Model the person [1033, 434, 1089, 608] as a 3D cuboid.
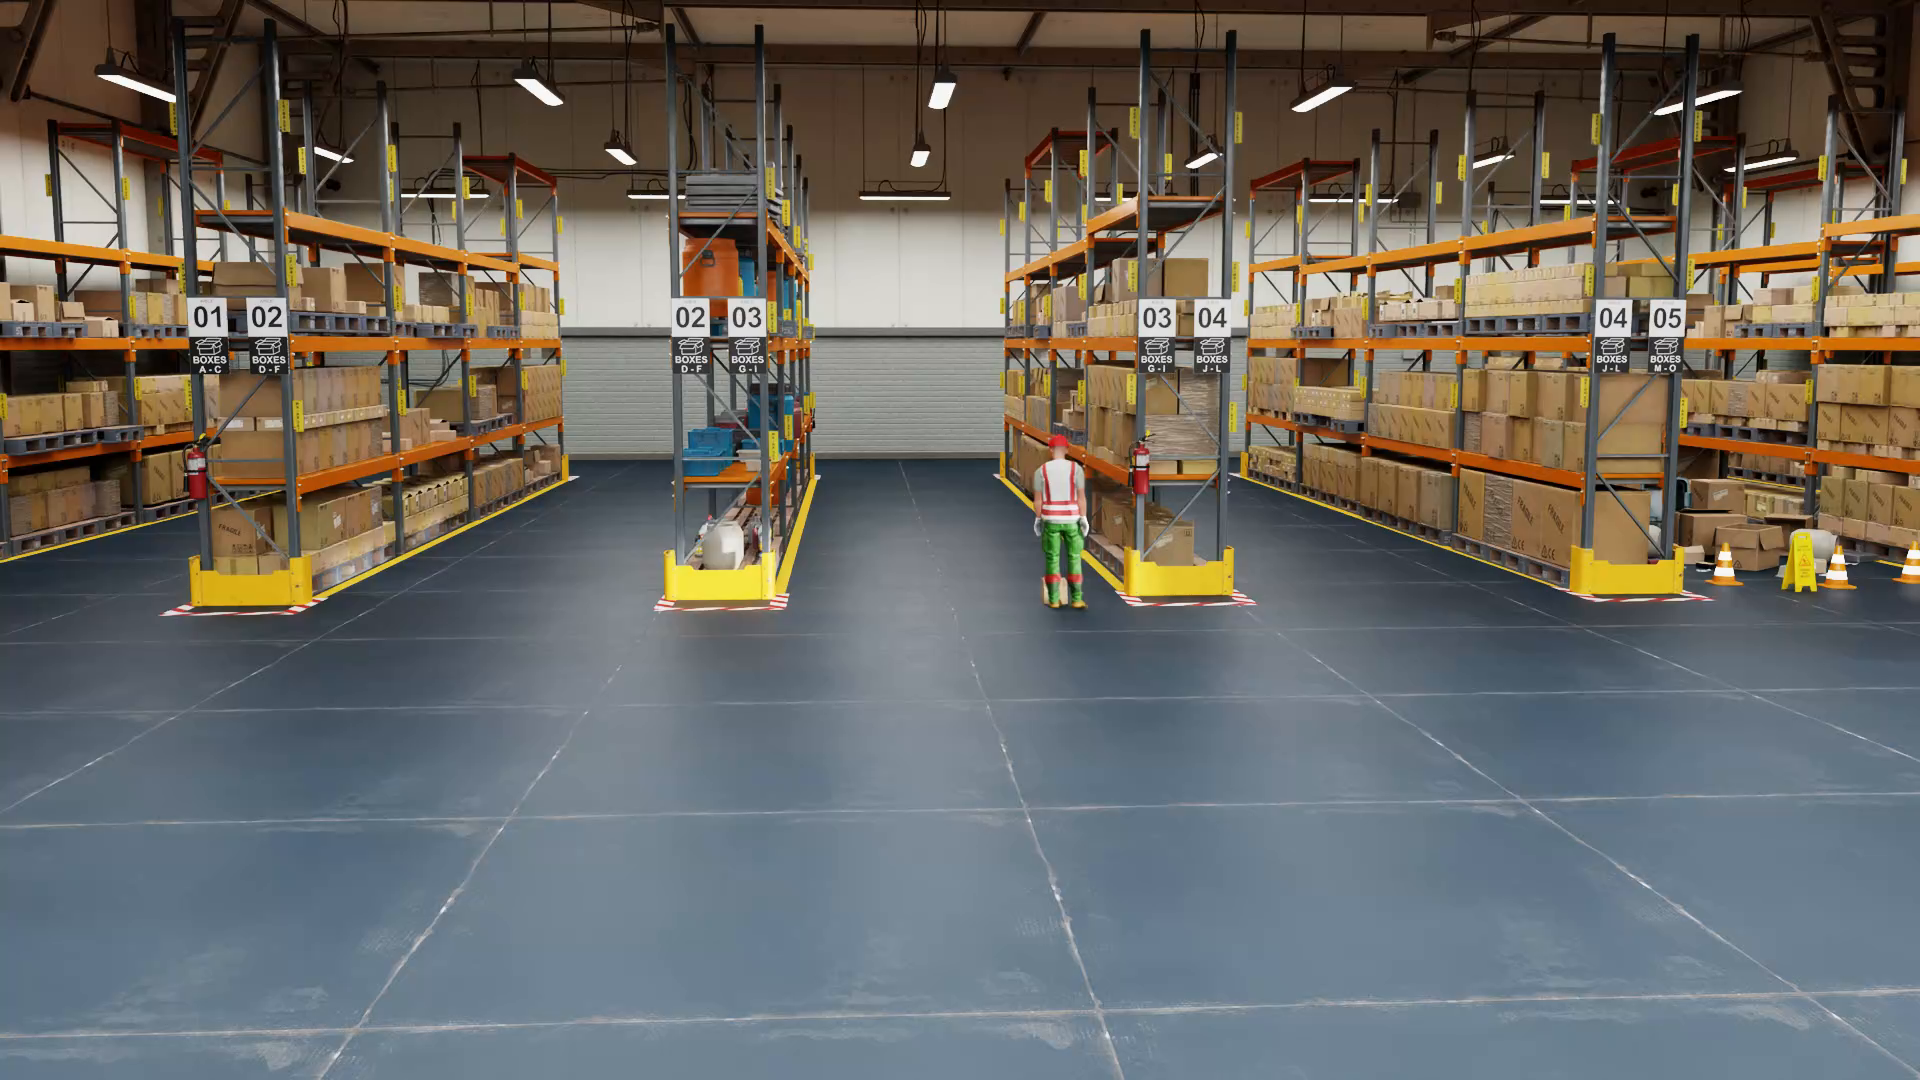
[{"bbox_3d":[1.039,-0.191,17.098,0.567,1.792,0.459,1,7,4],"label":"person"}]
